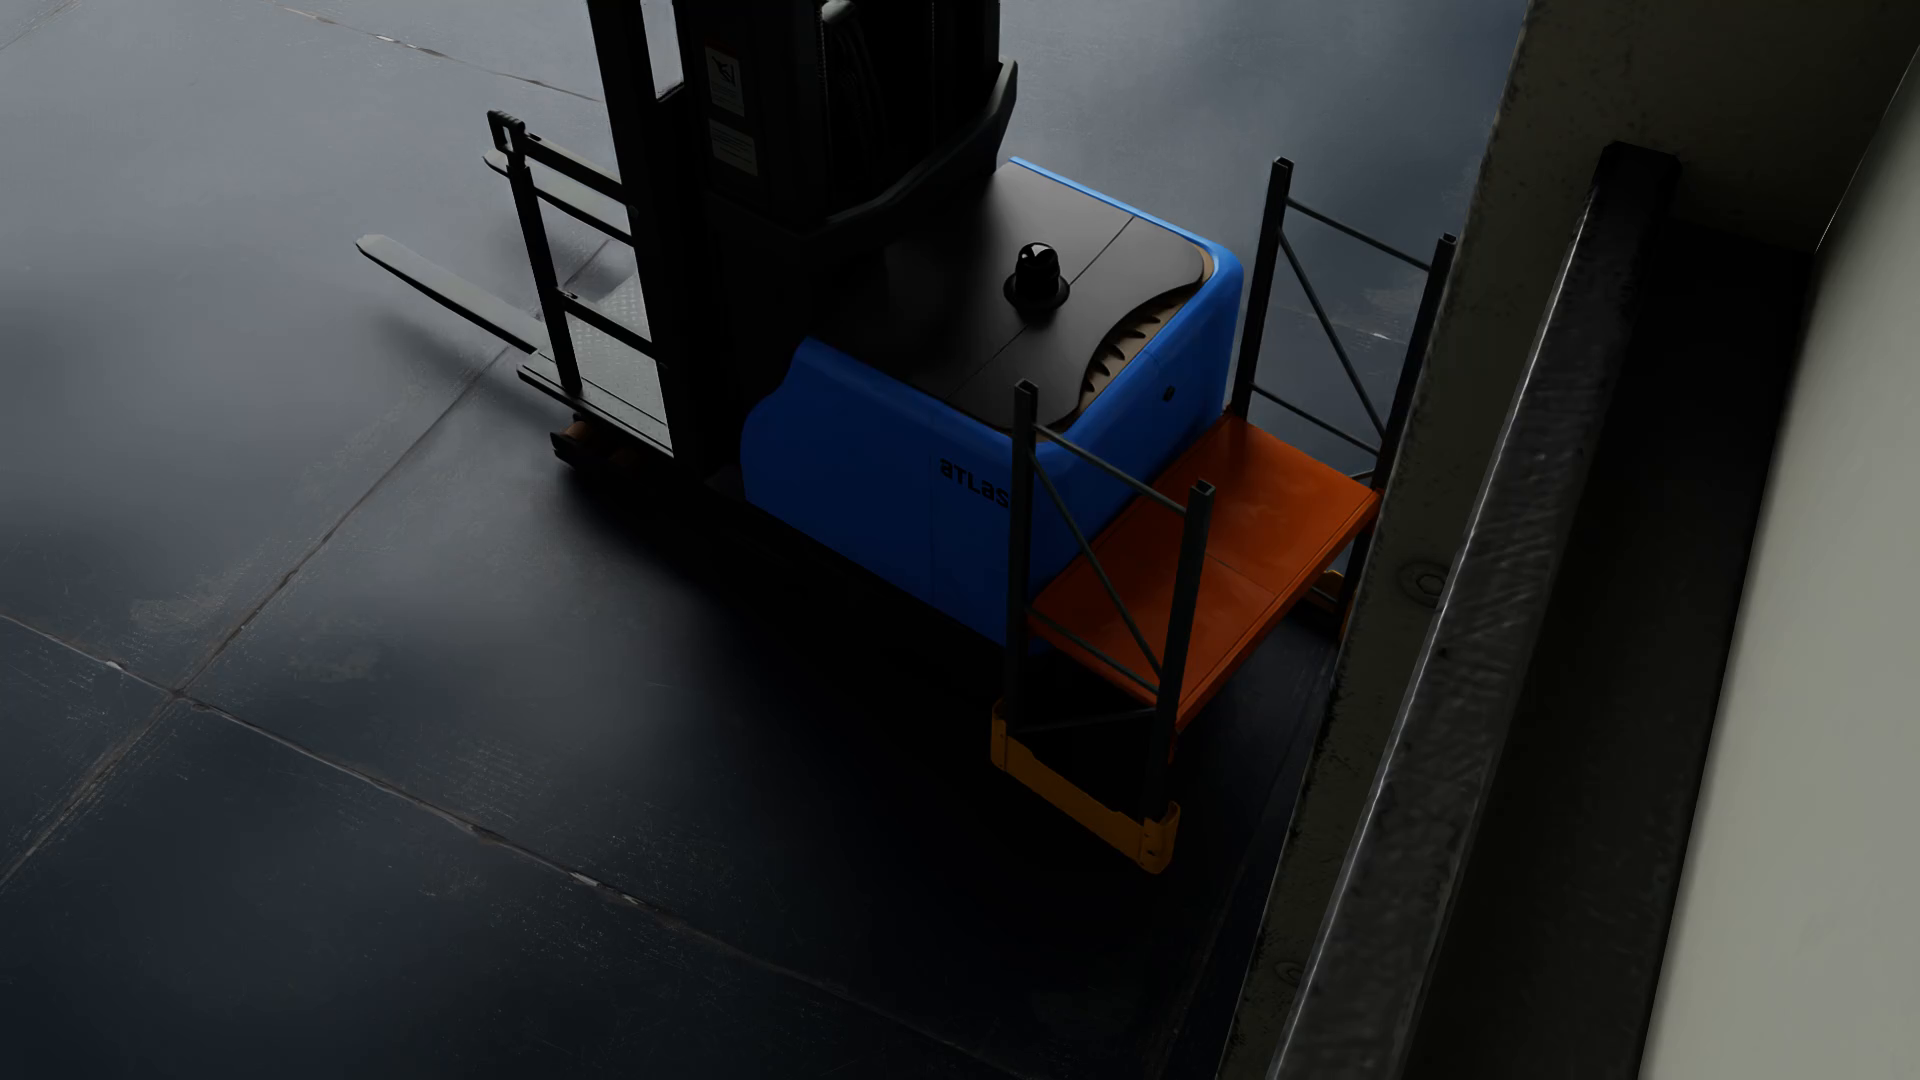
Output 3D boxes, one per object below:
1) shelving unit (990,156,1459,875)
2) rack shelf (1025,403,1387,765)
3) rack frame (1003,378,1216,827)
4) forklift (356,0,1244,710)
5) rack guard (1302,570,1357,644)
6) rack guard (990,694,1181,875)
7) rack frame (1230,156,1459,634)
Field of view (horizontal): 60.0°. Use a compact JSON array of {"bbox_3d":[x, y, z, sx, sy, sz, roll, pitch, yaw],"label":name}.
[{"bbox_3d":[0.649,-0.036,4.296,0.587,1.500,1.083,32,57,24],"label":"shelving unit"},{"bbox_3d":[0.643,0.086,4.428,0.538,0.185,1.000,32,57,24],"label":"rack shelf"},{"bbox_3d":[0.318,0.267,4.038,0.500,1.500,0.032,32,57,24],"label":"rack frame"},{"bbox_3d":[-0.705,-1.384,4.503,3.031,2.935,1.130,29,55,22],"label":"forklift"},{"bbox_3d":[0.967,0.077,5.020,0.587,0.250,0.087,32,57,24],"label":"rack guard"},{"bbox_3d":[0.330,0.661,4.524,0.587,0.250,0.087,32,57,24],"label":"rack guard"},{"bbox_3d":[0.968,-0.328,4.545,0.500,1.500,0.032,32,57,24],"label":"rack frame"}]
